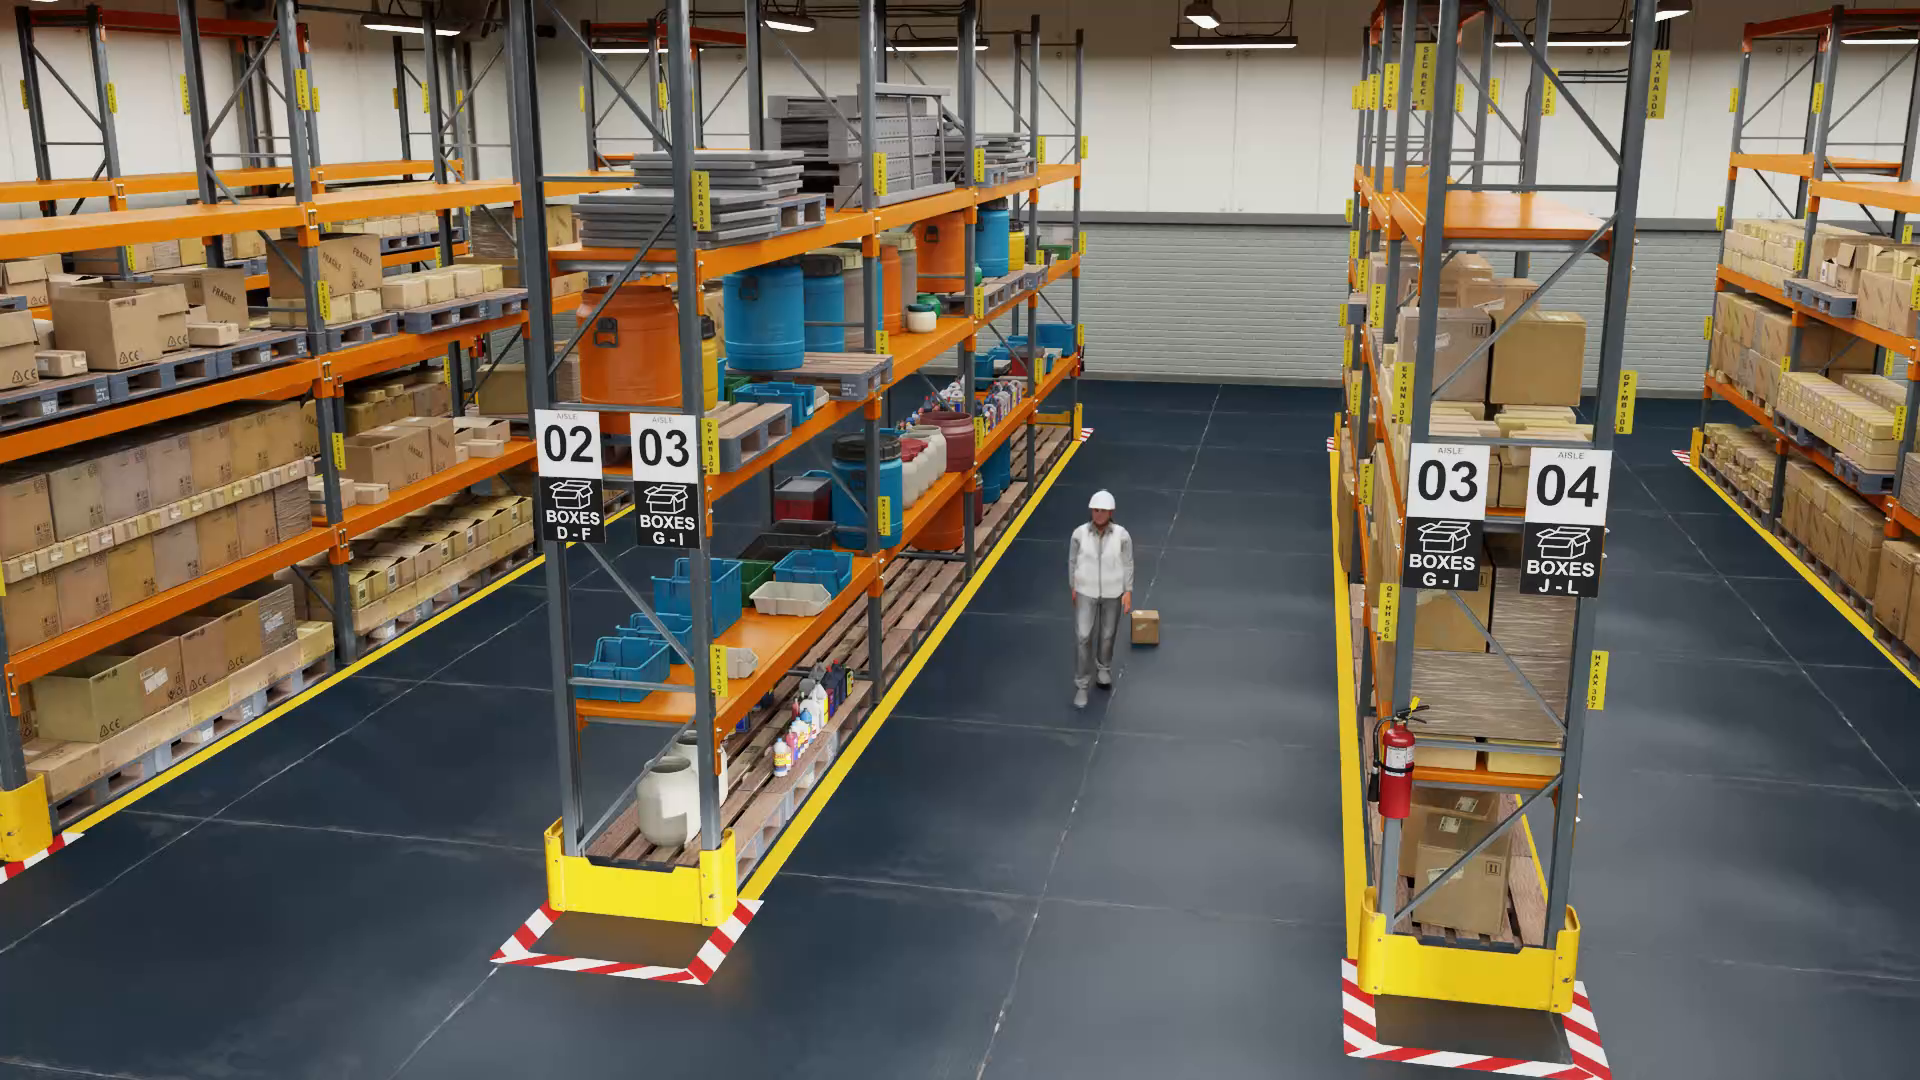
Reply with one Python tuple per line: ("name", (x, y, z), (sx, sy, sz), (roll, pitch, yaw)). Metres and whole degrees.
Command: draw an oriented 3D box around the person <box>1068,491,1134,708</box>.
("person", (1.199, 0.484, 14.168), (0.559, 1.822, 0.778), (1, 15, 3))
